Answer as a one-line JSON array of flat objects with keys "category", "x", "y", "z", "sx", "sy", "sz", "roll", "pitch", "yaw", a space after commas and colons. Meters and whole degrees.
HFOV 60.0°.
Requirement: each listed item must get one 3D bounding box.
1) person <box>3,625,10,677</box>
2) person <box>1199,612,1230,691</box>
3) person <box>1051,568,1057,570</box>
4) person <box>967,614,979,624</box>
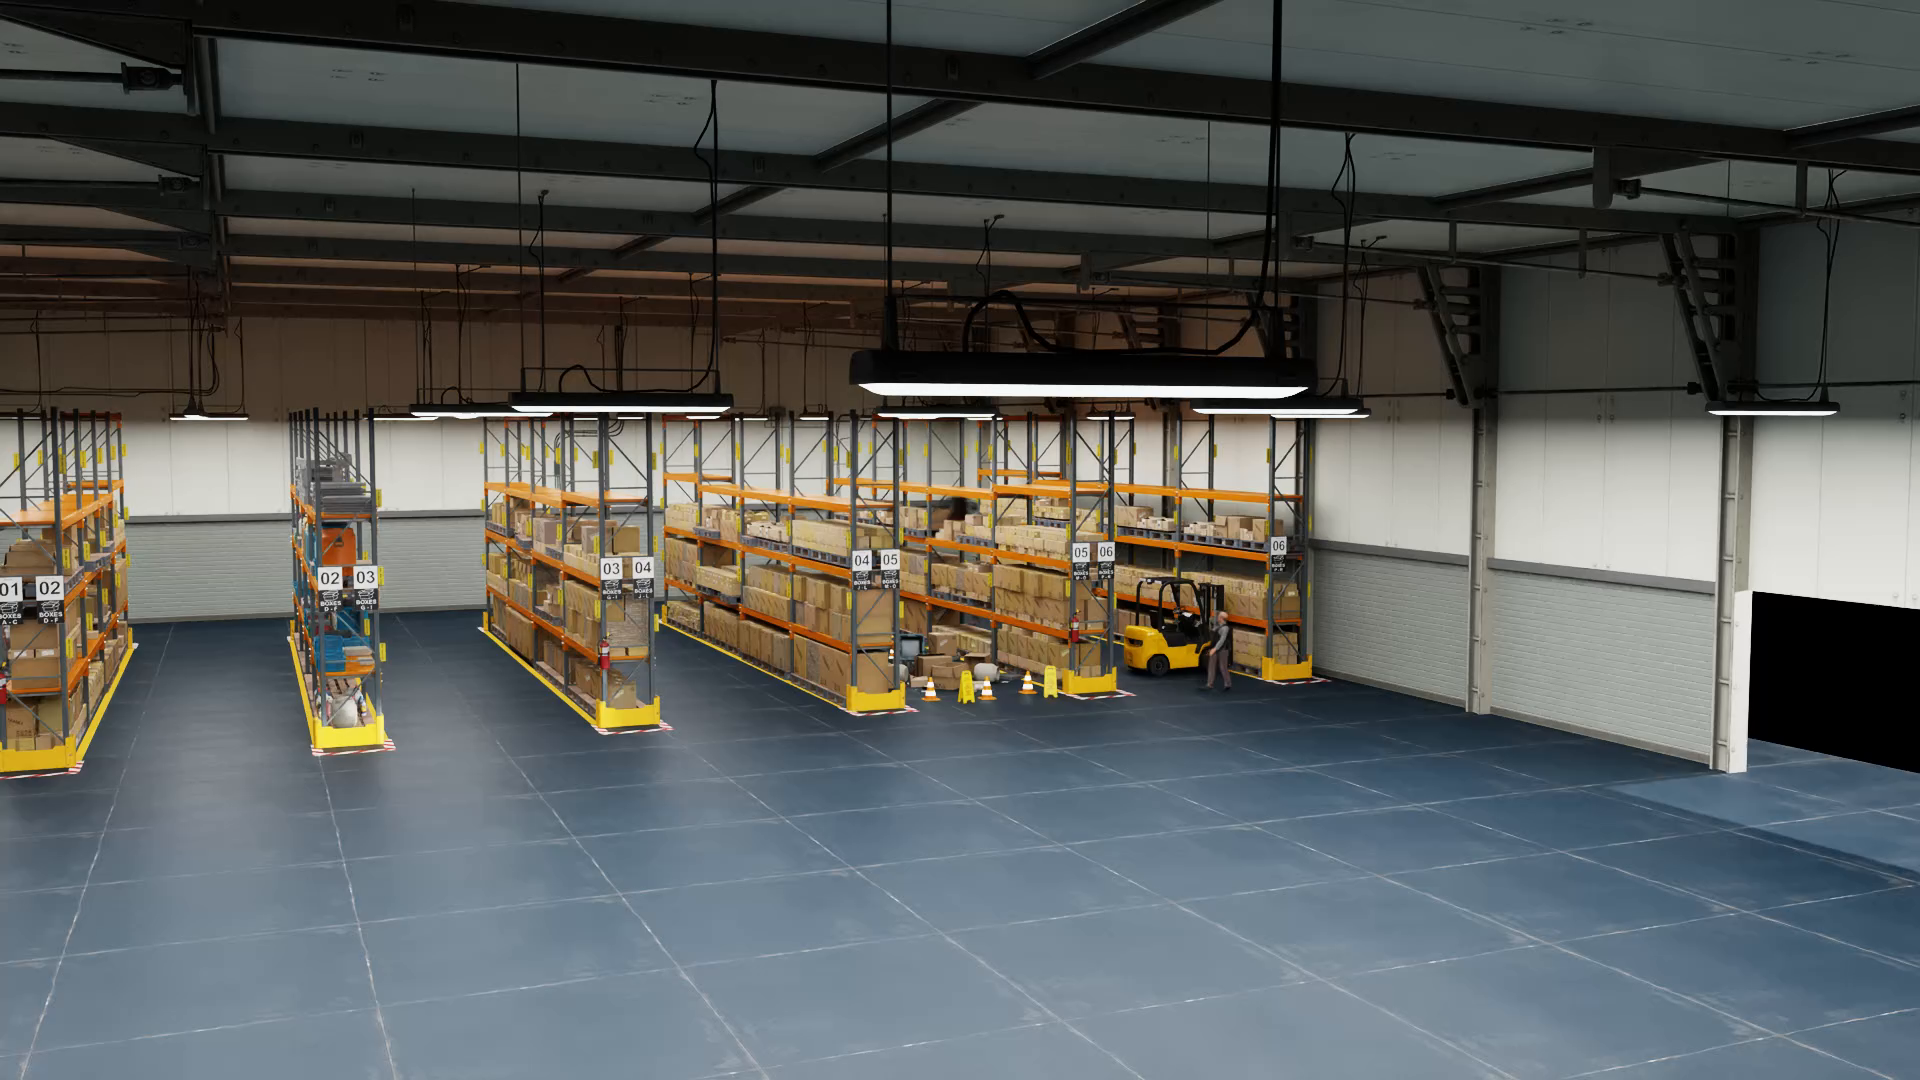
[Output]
[{"category": "person", "x": -21.514, "y": 2.243, "z": 37.676, "sx": 0.443, "sy": 1.699, "sz": 0.473, "roll": 2, "pitch": 5, "yaw": 28}, {"category": "person", "x": 5.473, "y": 2.384, "z": 35.452, "sx": 0.714, "sy": 1.706, "sz": 0.535, "roll": -2, "pitch": 5, "yaw": -32}, {"category": "person", "x": 2.306, "y": 1.626, "z": 42.024, "sx": 0.644, "sy": 1.868, "sz": 0.548, "roll": -2, "pitch": 5, "yaw": -31}, {"category": "person", "x": 0.359, "y": 1.560, "z": 47.555, "sx": 0.326, "sy": 1.663, "sz": 0.474, "roll": -2, "pitch": 5, "yaw": -32}]
